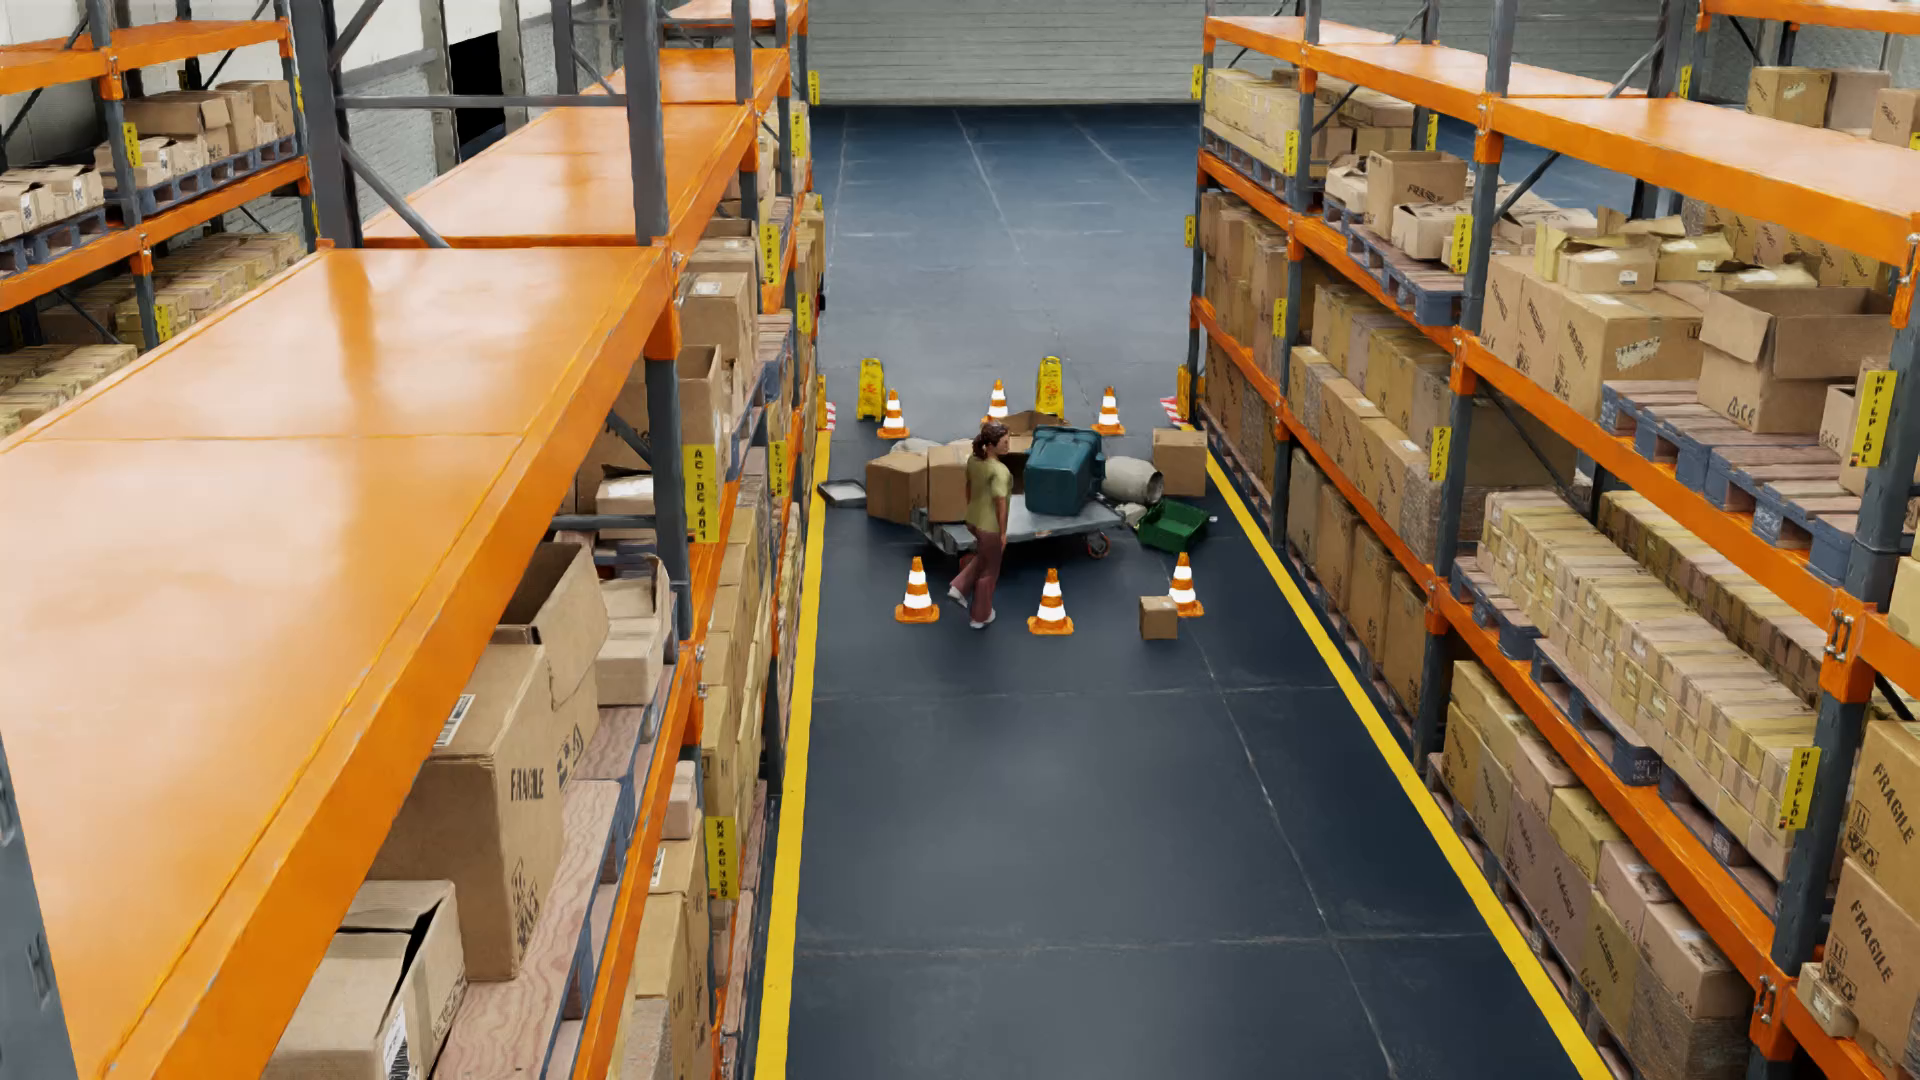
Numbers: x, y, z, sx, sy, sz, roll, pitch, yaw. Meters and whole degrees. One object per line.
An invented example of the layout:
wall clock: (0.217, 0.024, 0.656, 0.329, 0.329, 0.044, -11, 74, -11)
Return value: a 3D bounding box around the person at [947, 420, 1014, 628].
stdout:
person: (0.216, -0.114, 12.231, 0.476, 1.663, 0.594, -16, 26, -36)
